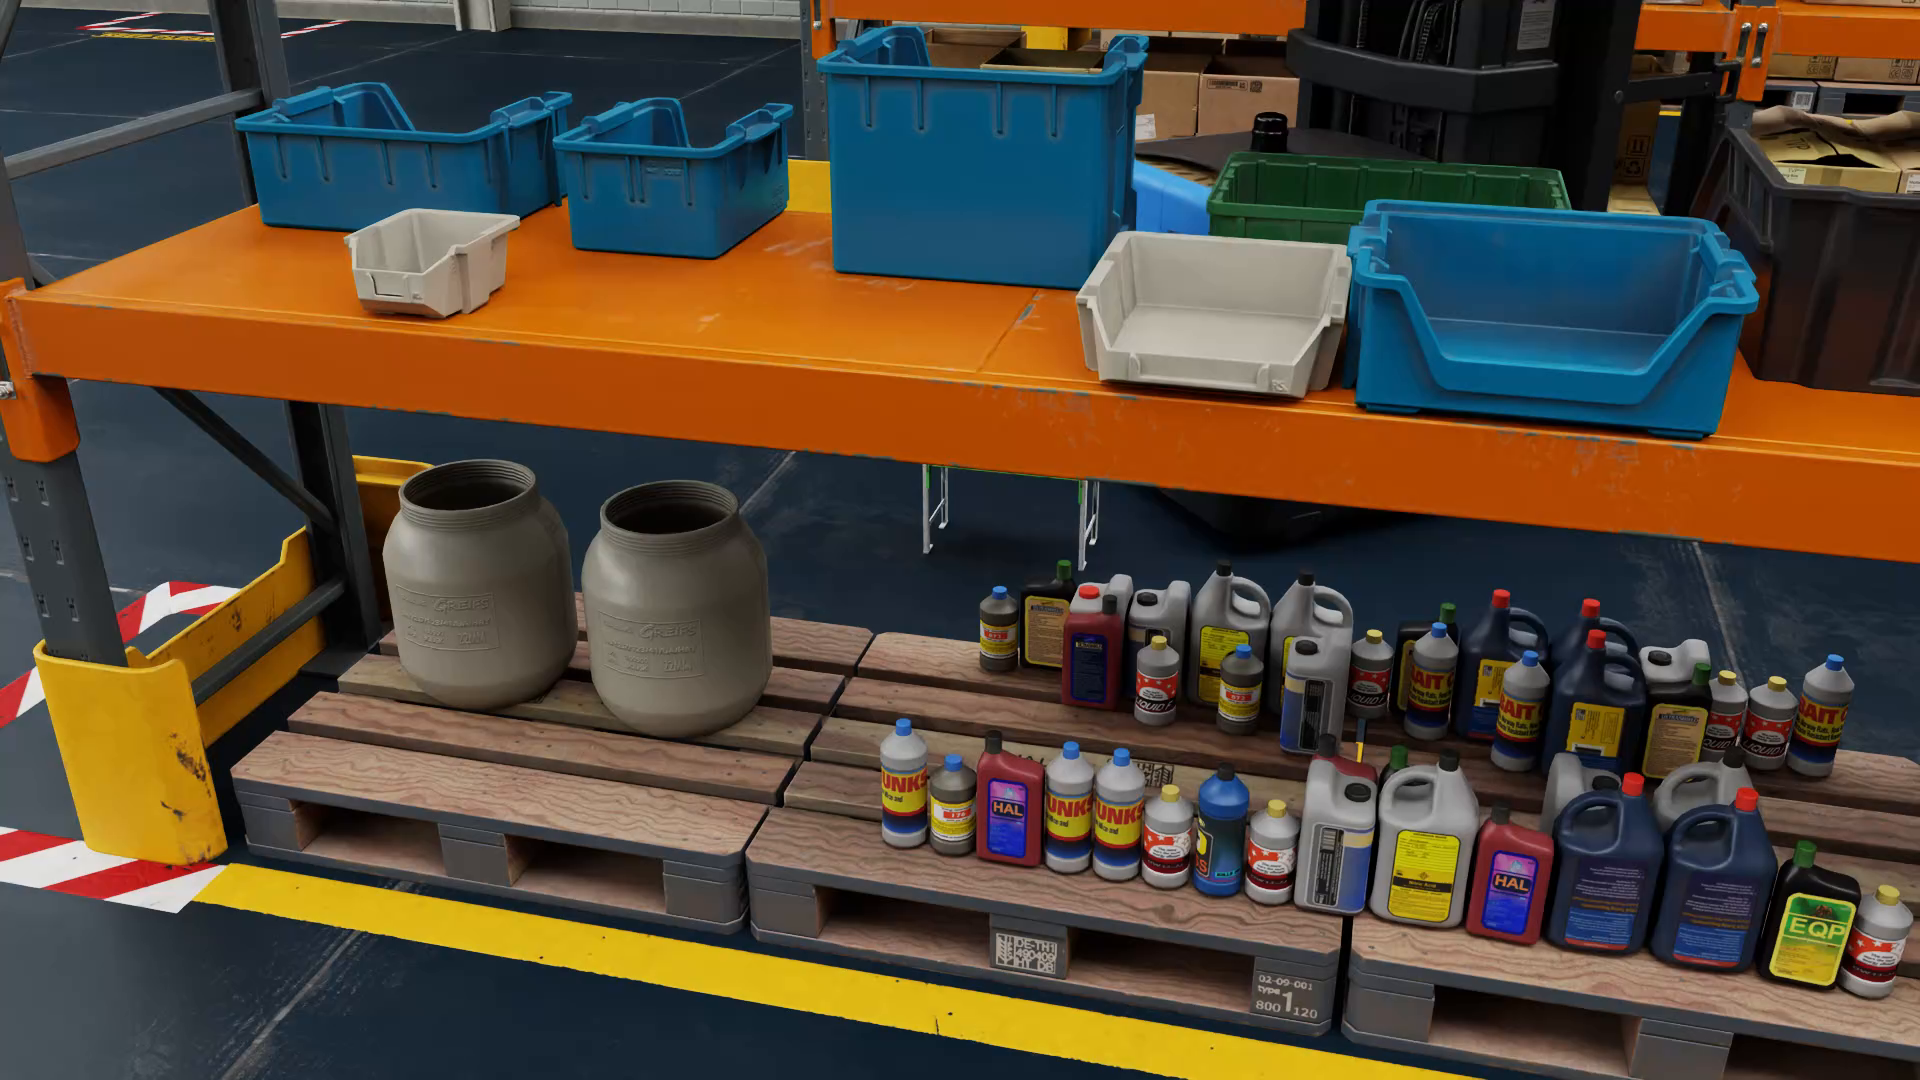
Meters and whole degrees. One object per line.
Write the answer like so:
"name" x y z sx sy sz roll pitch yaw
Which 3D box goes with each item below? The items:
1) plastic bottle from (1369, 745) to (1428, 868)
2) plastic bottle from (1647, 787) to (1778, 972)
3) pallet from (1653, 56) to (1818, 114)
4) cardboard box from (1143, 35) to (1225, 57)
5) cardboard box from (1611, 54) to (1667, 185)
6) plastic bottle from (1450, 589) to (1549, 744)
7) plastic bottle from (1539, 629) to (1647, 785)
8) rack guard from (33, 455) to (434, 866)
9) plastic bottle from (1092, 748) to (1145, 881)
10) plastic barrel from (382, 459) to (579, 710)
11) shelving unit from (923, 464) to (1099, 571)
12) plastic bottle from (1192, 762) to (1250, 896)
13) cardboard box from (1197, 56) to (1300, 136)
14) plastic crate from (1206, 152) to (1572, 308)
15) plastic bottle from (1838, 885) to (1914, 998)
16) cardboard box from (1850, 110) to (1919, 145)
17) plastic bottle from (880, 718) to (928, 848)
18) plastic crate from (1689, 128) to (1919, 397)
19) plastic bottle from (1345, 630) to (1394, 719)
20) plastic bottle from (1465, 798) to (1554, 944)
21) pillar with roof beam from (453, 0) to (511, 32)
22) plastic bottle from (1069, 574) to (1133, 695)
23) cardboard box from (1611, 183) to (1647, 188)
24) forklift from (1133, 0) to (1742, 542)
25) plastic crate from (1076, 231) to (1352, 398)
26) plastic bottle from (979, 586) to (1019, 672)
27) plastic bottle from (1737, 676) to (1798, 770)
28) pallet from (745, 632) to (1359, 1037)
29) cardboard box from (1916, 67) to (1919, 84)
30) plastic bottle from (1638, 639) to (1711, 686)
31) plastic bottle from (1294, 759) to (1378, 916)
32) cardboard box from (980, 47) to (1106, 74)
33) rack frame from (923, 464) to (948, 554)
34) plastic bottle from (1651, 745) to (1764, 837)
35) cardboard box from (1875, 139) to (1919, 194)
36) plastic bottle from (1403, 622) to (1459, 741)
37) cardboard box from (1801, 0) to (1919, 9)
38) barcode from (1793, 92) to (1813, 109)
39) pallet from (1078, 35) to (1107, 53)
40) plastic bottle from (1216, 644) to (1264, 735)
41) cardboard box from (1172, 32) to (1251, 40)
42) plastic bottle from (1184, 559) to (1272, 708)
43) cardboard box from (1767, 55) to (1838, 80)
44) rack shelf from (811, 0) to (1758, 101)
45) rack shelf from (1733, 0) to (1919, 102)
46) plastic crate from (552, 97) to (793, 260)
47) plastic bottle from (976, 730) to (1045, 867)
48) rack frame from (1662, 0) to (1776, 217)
"plastic bottle" 0.889 0.538 3.279 0.133 0.283 0.061 6 26 13
"plastic bottle" 1.387 0.608 3.053 0.185 0.351 0.144 6 26 12
"pallet" 5.304 -3.223 11.775 1.213 0.211 1.003 6 26 13
"cardboard box" 1.011 -2.183 8.183 0.500 0.500 0.500 6 26 13
"cardboard box" 2.948 -1.969 7.734 0.500 0.500 0.500 6 26 13
"plastic bottle" 1.221 0.277 3.747 0.185 0.351 0.144 5 26 11
"plastic bottle" 1.368 0.358 3.579 0.185 0.351 0.144 6 26 13
"rack guard" -1.706 0.248 4.147 0.348 0.500 1.175 6 26 13
"plastic bottle" 0.315 0.536 3.297 0.097 0.271 0.097 0 25 0
"plastic barrel" -1.135 0.104 3.949 0.421 0.512 0.421 0 25 0
"shelving unit" 0.160 -0.524 4.955 0.503 1.200 0.258 6 26 13
"plastic bottle" 0.512 0.557 3.252 0.097 0.271 0.097 0 25 0
"cardboard box" 1.362 -1.906 7.601 0.500 0.500 0.500 6 26 13
"plastic crate" 0.838 -0.608 3.283 0.662 0.188 0.450 6 26 13
"plastic bottle" 1.653 0.715 3.002 0.097 0.201 0.097 0 25 0
"cardboard box" 4.289 -1.727 7.445 0.500 0.311 0.500 7 26 14
"plastic bottle" -0.113 0.488 3.397 0.097 0.271 0.097 0 25 0
"plastic crate" 1.607 -0.522 2.928 0.504 0.338 0.767 6 26 13
"plastic bottle" 0.953 0.305 3.864 0.097 0.201 0.097 0 25 0
"plastic bottle" 1.033 0.618 3.111 0.133 0.283 0.061 8 27 16
"pillar with roof beam" -5.314 -6.837 9.143 0.400 9.000 9.100 6 26 13
"plastic bottle" 0.333 0.215 3.966 0.135 0.276 0.152 7 26 13
"cardboard box" 2.946 -1.626 7.887 0.500 0.250 0.500 6 26 13
"forklift" 1.965 -1.743 5.501 3.031 2.935 1.130 -12 28 -24
"plastic crate" 0.447 -0.390 2.886 0.437 0.136 0.530 6 26 13
"plastic bottle" 0.096 0.210 4.063 0.097 0.201 0.097 0 25 0
"plastic bottle" 1.784 0.397 3.671 0.097 0.201 0.097 0 25 0
"pallet" 0.257 0.599 3.745 1.213 0.211 1.003 6 26 13
"cardboard box" 6.755 -3.407 11.313 0.500 0.500 0.700 6 26 13
"plastic bottle" 1.563 0.351 3.680 0.135 0.276 0.152 7 26 15
"plastic bottle" 0.732 0.567 3.225 0.135 0.276 0.152 7 26 14
"cardboard box" 0.394 -2.014 7.830 0.500 0.500 0.500 6 26 13
"rack frame" -0.076 -0.550 5.010 0.015 1.200 0.240 6 26 13
"plastic bottle" 1.423 0.548 3.180 0.185 0.351 0.144 6 26 13
"cardboard box" 4.141 -1.500 6.969 0.500 0.311 0.500 6 26 12
"plastic bottle" 1.069 0.313 3.765 0.097 0.271 0.097 0 25 0
"cardboard box" 3.807 -2.400 6.976 0.500 0.250 0.500 8 27 16
"barcode" 3.463 -1.805 6.831 0.075 0.075 0.001 6 26 13
"pallet" 1.527 -3.624 12.617 1.213 0.211 1.003 6 26 13
"plastic bottle" 0.642 0.334 3.802 0.097 0.201 0.097 0 25 0
"cardboard box" 1.875 -3.805 12.369 0.500 0.311 0.500 9 27 17
"plastic bottle" 0.629 0.212 3.885 0.185 0.351 0.144 7 26 15
"cardboard box" 5.780 -3.529 11.568 0.500 0.500 0.700 6 26 12
"rack shelf" 1.383 -2.392 7.621 4.000 0.370 1.077 6 26 13
"rack shelf" 5.257 -1.963 6.721 4.000 0.370 1.077 6 26 13
"plastic crate" -0.605 -0.801 3.615 0.408 0.251 0.499 6 26 13
"plastic bottle" 0.101 0.515 3.328 0.133 0.283 0.061 7 26 14
"rack frame" 3.320 -2.502 7.016 0.127 3.000 1.000 6 26 13
